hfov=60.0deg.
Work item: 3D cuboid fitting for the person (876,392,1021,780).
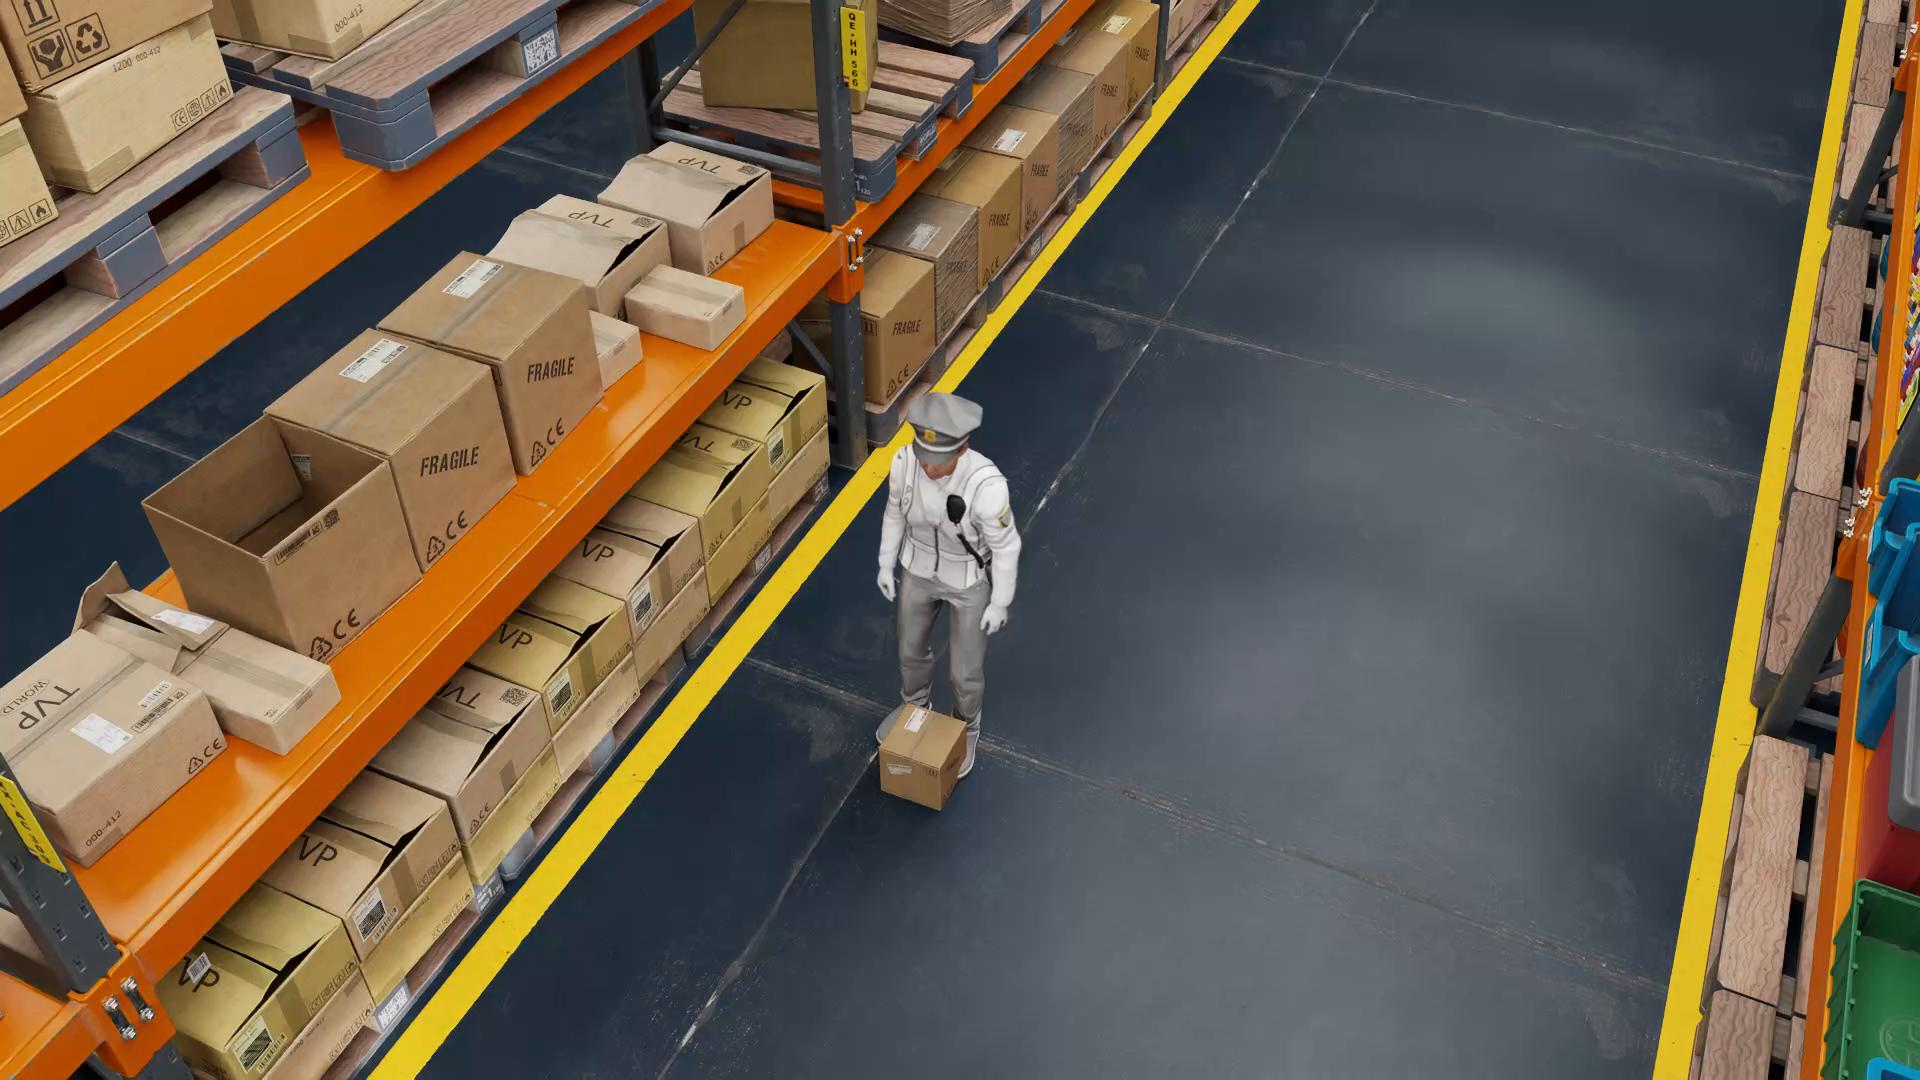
[{"bbox_3d":[-0.054,0.159,5.981,0.529,1.664,0.403,18,45,19],"label":"person"}]
